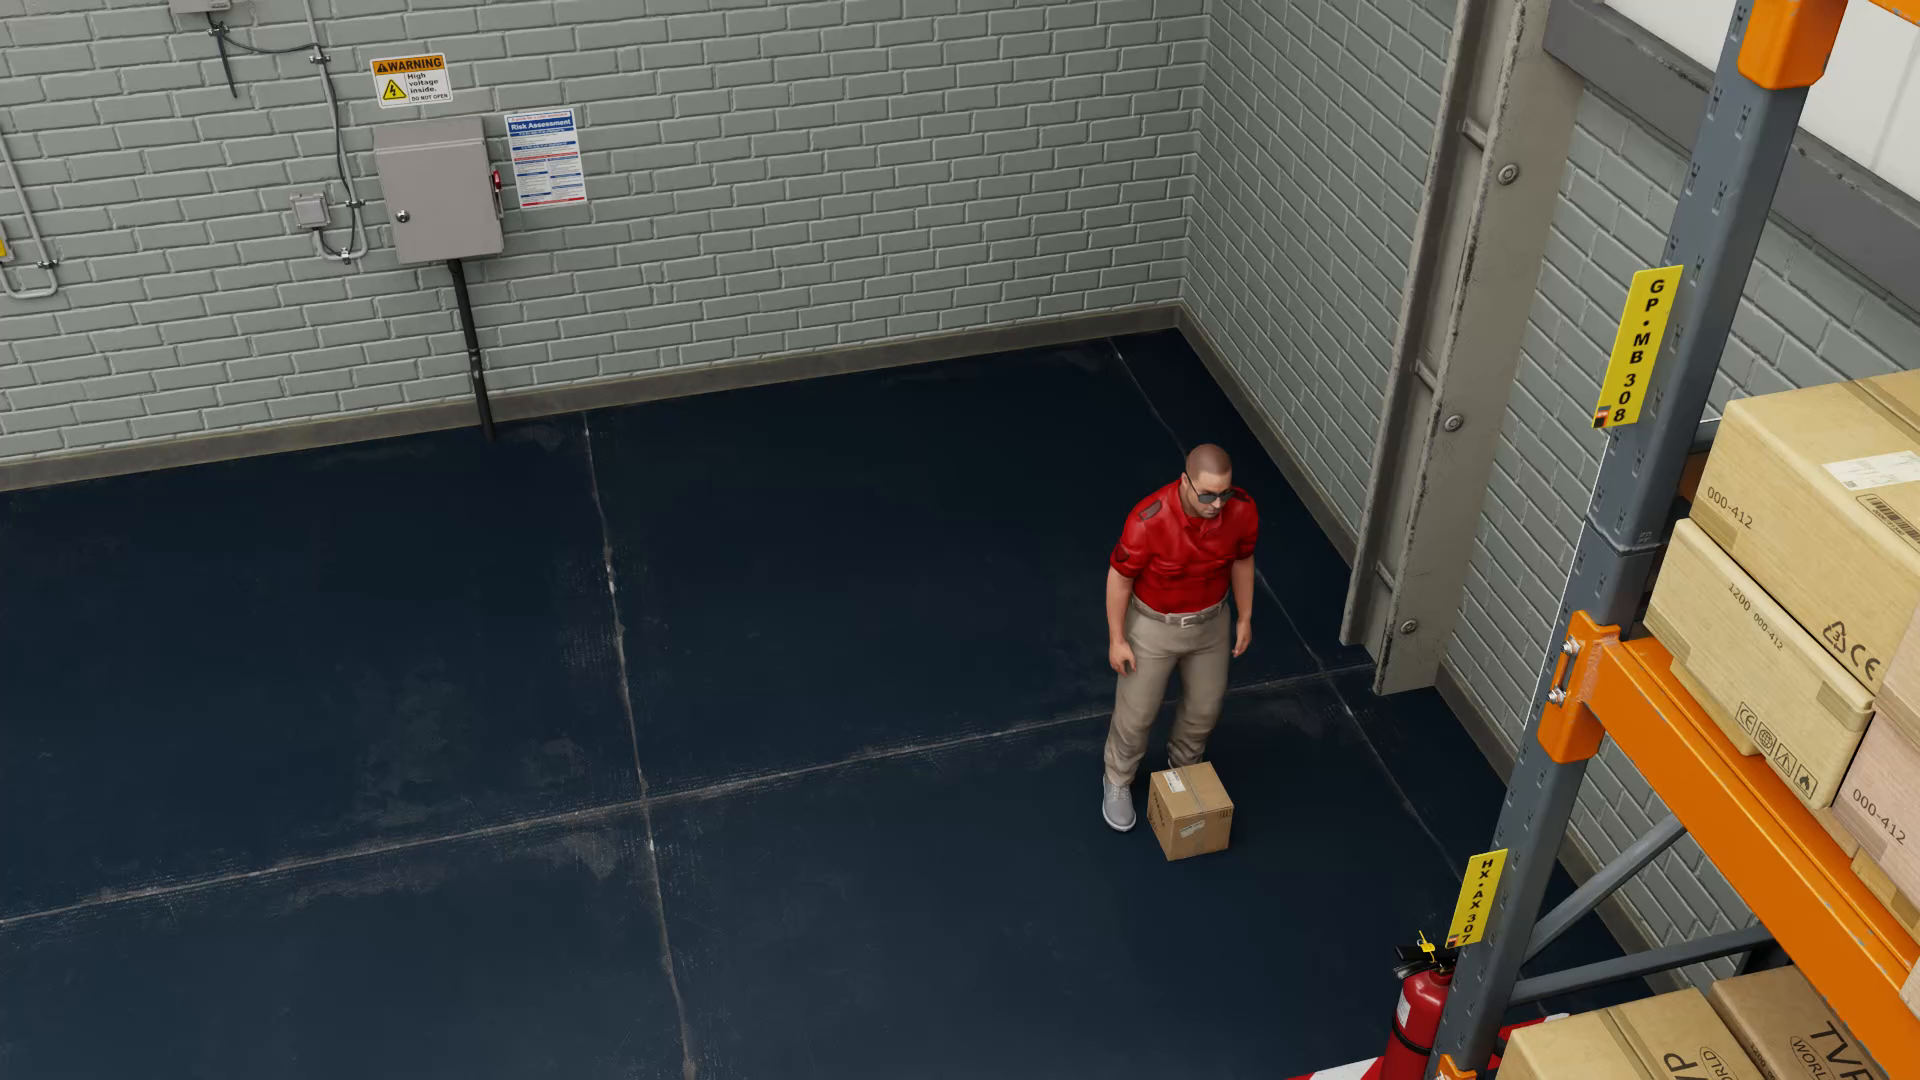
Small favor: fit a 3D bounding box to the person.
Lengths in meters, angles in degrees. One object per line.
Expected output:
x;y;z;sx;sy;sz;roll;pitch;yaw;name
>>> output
0.831;0.338;6.292;0.584;1.727;0.391;-9;39;-12;person
